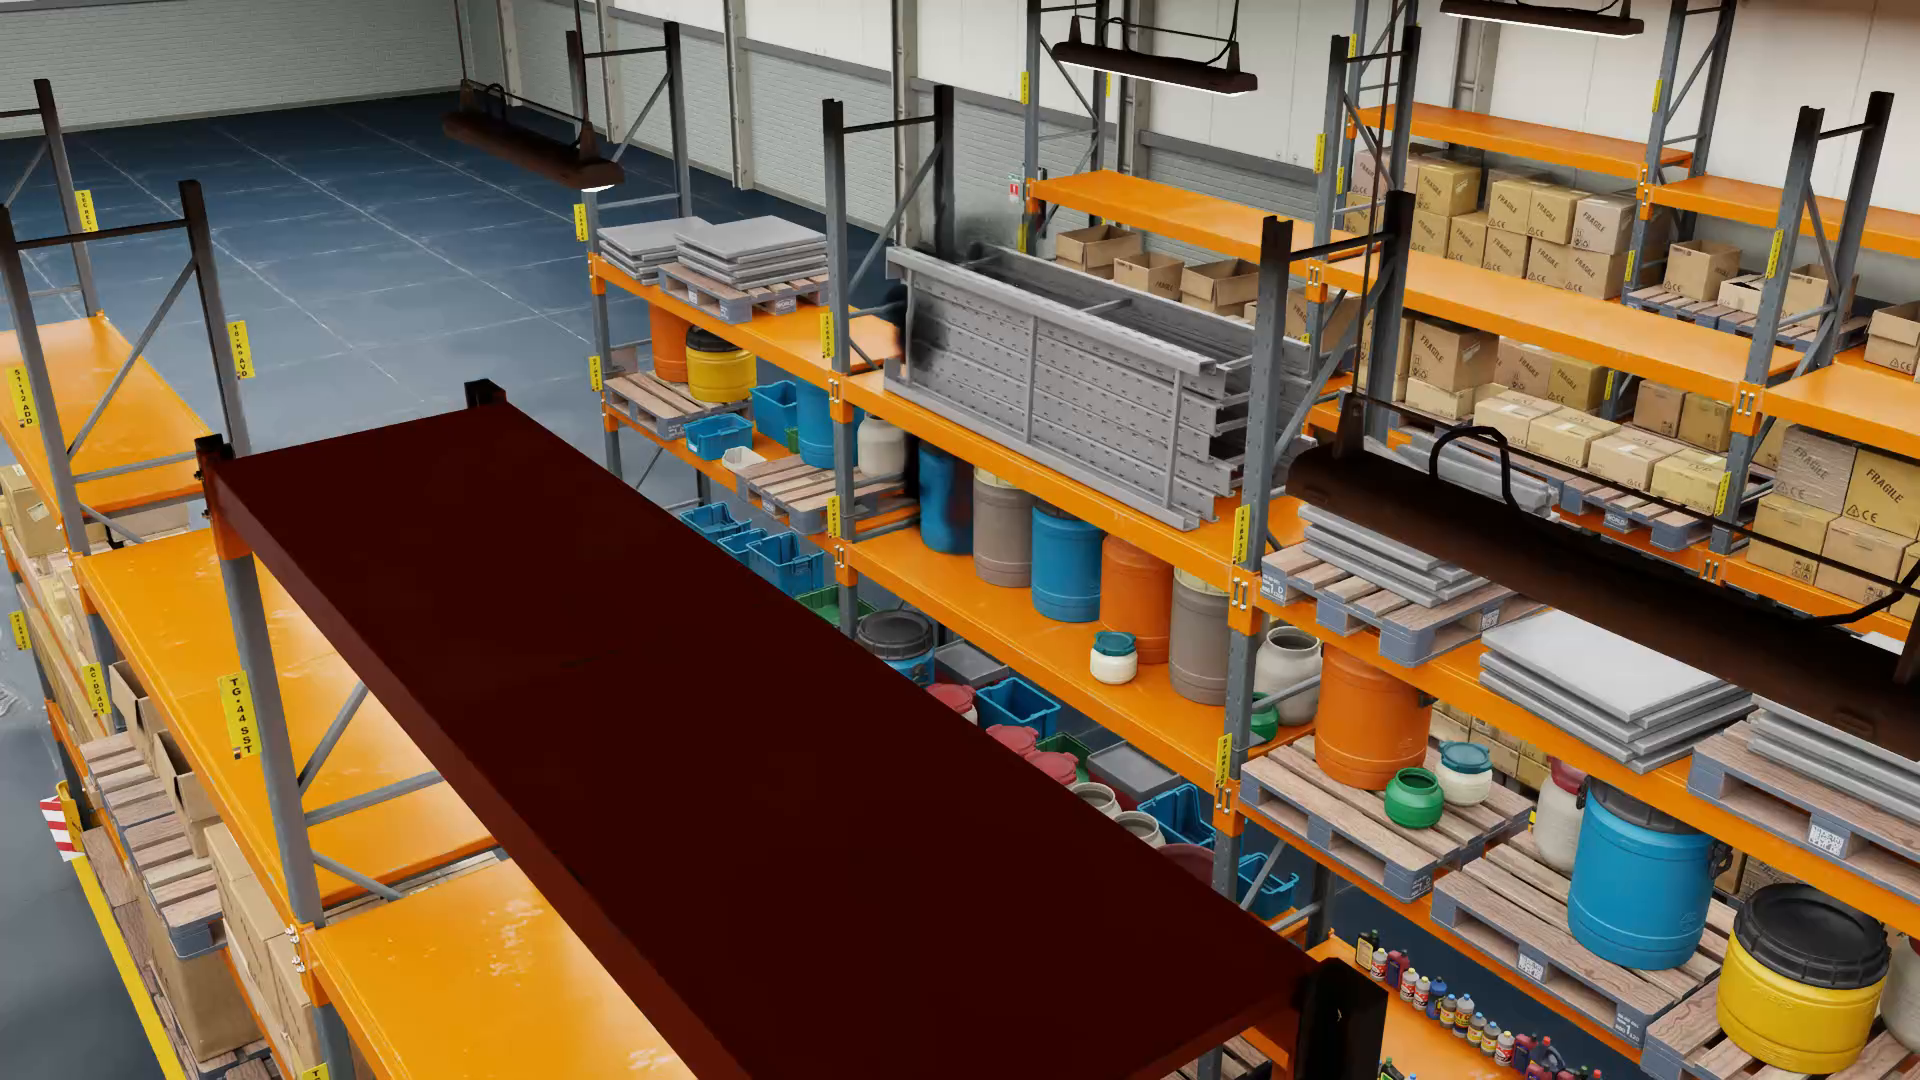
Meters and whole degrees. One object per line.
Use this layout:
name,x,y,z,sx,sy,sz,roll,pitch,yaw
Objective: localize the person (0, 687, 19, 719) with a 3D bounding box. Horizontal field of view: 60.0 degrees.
person,-9.058,0.961,14.849,0.941,1.691,0.632,-2,25,-5
